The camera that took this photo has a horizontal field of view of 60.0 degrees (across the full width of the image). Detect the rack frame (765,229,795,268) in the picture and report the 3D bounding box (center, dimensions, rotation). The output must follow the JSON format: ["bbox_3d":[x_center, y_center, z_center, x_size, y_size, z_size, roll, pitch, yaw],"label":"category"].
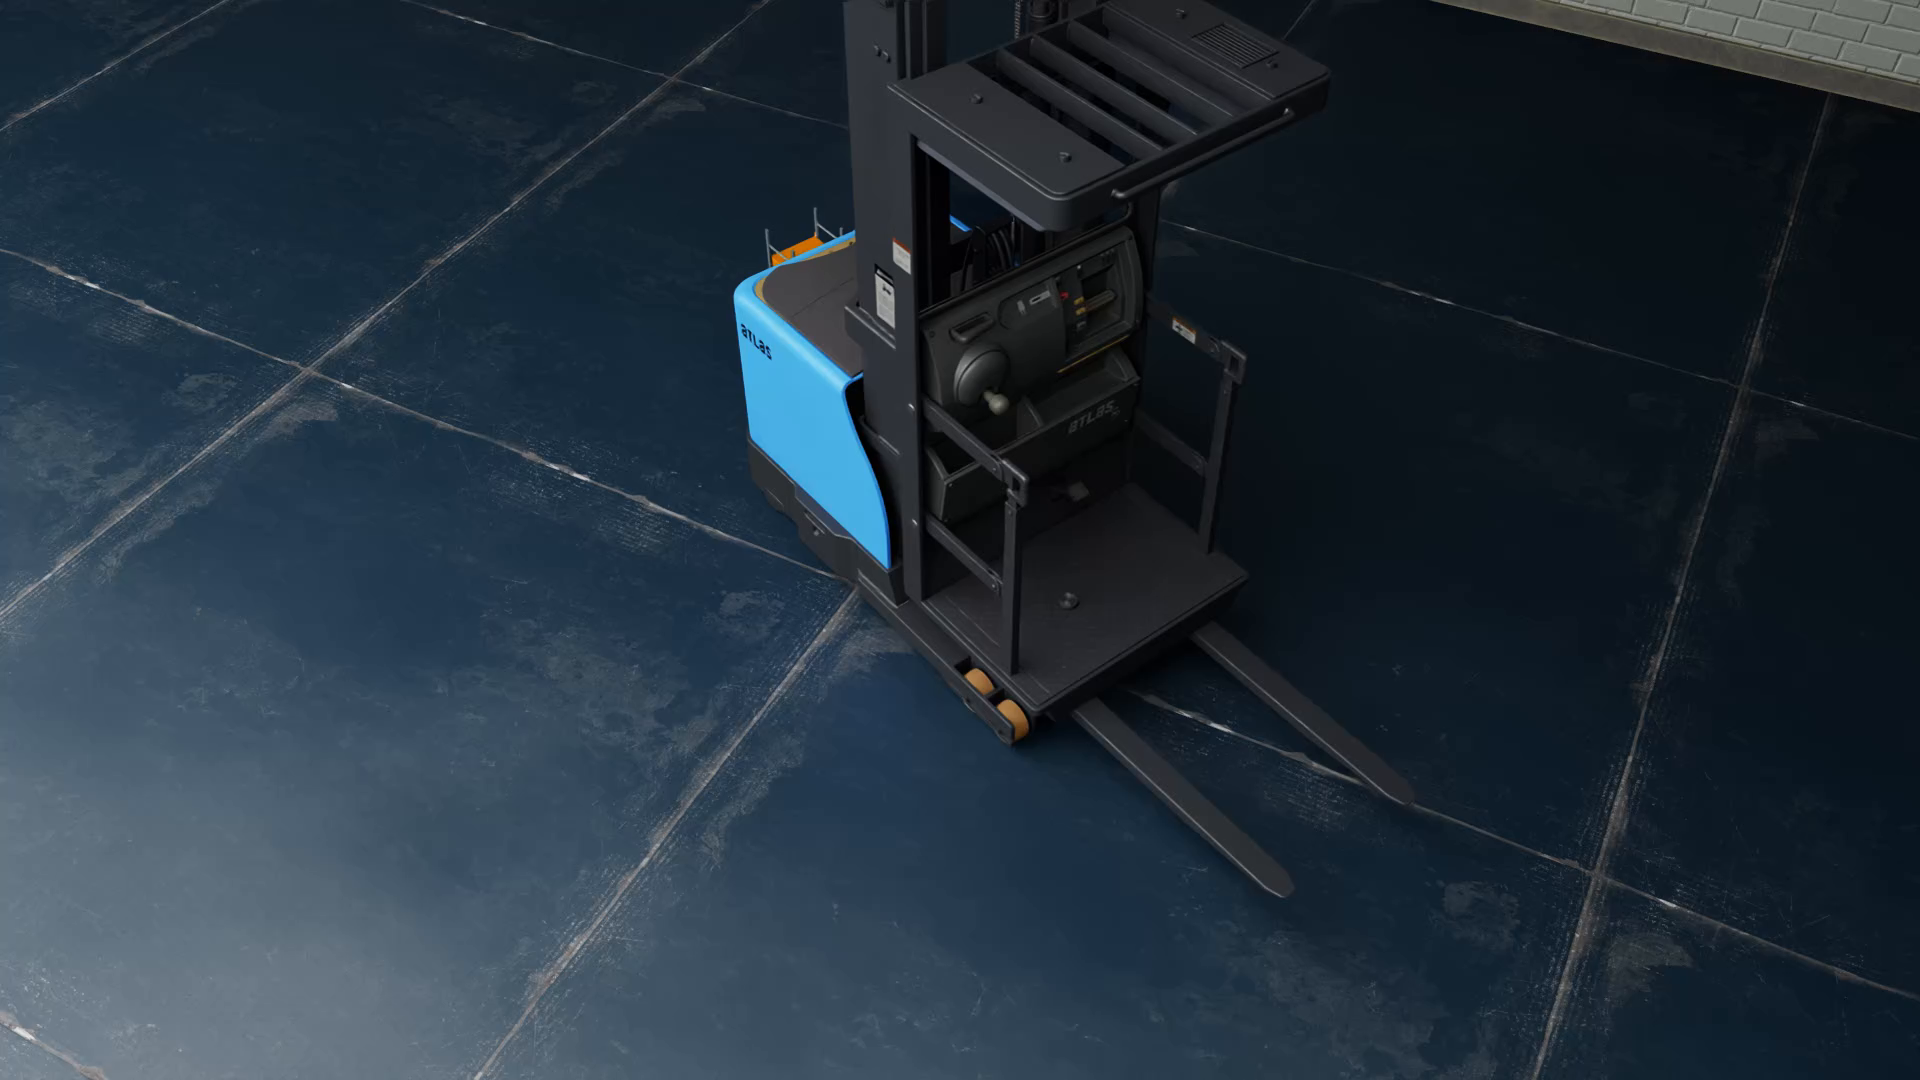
[{"bbox_3d":[-0.733,-0.851,7.132,0.008,1.050,0.200,-30,53,-26],"label":"rack frame"}]

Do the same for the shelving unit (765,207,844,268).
[{"bbox_3d":[-0.639,-0.905,7.187,0.252,1.050,0.215,-30,53,-26],"label":"shelving unit"}]

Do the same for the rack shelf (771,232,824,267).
[{"bbox_3d":[-0.639,-1.097,6.992,0.240,0.259,0.215,-30,53,-26],"label":"rack shelf"}]

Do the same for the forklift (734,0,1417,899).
[{"bbox_3d":[0.402,-0.669,5.631,1.130,2.935,3.031,-29,52,-26],"label":"forklift"}]

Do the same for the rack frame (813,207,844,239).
[{"bbox_3d":[-0.544,-0.960,7.241,0.008,1.050,0.200,-30,53,-26],"label":"rack frame"}]
